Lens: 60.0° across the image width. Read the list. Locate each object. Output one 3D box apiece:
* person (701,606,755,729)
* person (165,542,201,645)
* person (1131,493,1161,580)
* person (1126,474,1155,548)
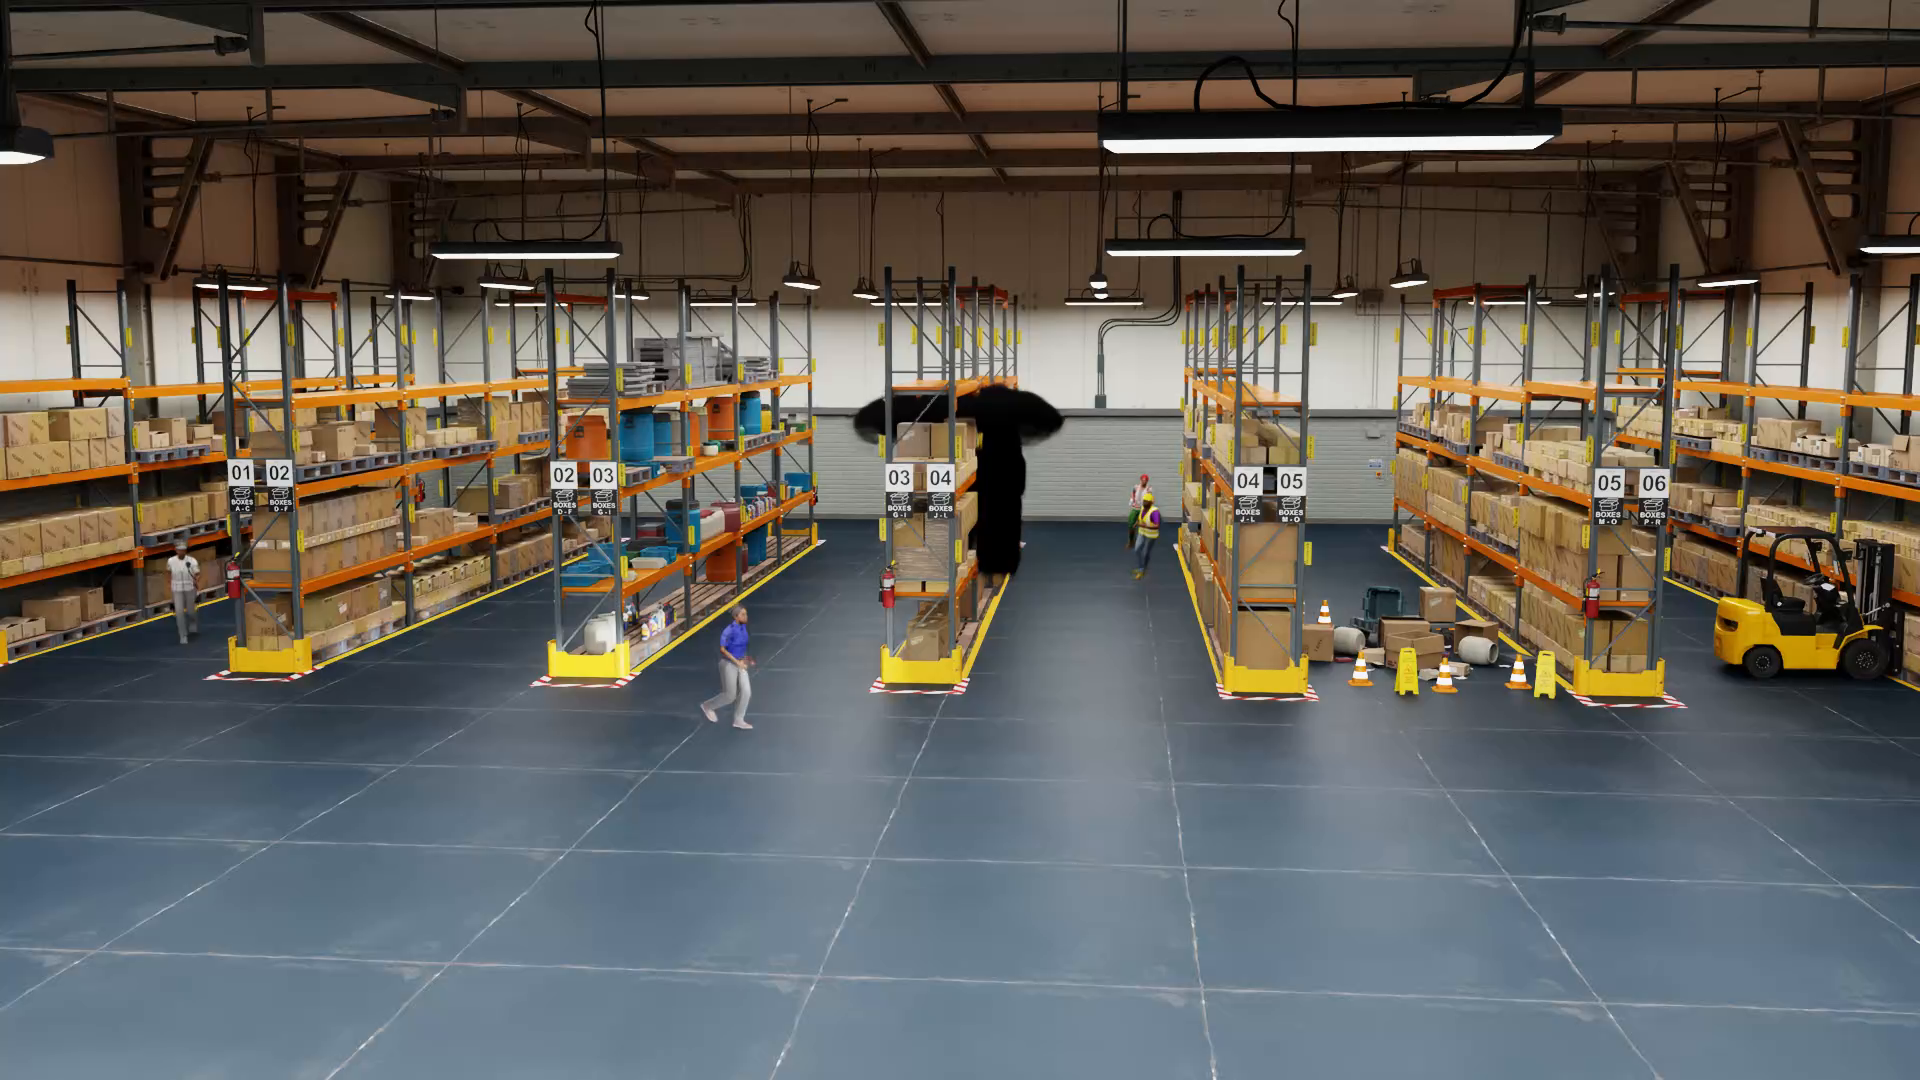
[{"bbox_3d":[-2.993,1.632,21.398,0.730,1.595,0.574,4,8,27],"label":"person"},{"bbox_3d":[-12.867,0.845,27.580,0.554,1.699,0.856,-3,7,-20],"label":"person"},{"bbox_3d":[3.674,-0.080,33.033,0.839,1.729,0.724,5,9,38],"label":"person"},{"bbox_3d":[4.337,-0.683,39.731,0.696,1.803,0.684,3,7,22],"label":"person"}]
